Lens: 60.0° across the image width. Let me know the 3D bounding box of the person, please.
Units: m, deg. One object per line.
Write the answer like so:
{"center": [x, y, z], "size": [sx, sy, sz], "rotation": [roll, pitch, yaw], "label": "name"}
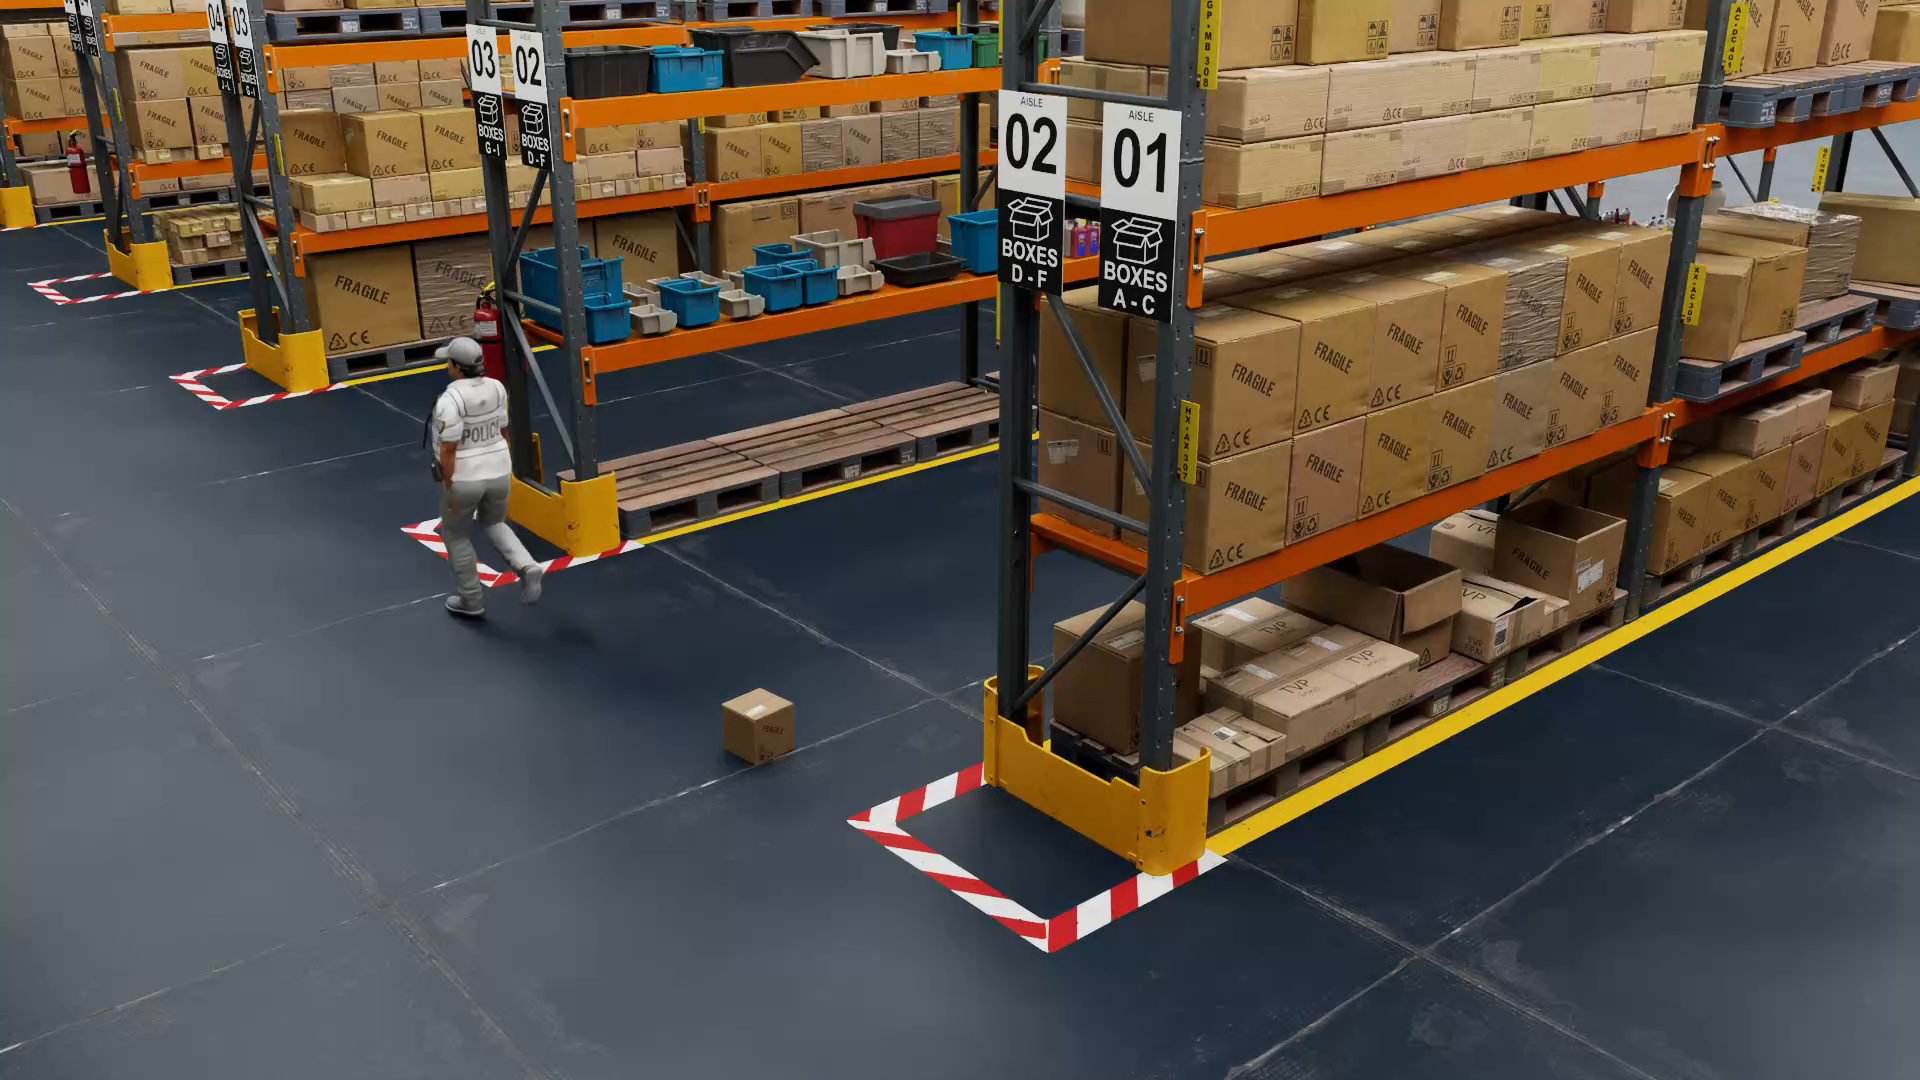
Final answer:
{"center": [-2.729, -0.343, 9.420], "size": [0.615, 1.648, 0.482], "rotation": [16, 26, 35], "label": "person"}
